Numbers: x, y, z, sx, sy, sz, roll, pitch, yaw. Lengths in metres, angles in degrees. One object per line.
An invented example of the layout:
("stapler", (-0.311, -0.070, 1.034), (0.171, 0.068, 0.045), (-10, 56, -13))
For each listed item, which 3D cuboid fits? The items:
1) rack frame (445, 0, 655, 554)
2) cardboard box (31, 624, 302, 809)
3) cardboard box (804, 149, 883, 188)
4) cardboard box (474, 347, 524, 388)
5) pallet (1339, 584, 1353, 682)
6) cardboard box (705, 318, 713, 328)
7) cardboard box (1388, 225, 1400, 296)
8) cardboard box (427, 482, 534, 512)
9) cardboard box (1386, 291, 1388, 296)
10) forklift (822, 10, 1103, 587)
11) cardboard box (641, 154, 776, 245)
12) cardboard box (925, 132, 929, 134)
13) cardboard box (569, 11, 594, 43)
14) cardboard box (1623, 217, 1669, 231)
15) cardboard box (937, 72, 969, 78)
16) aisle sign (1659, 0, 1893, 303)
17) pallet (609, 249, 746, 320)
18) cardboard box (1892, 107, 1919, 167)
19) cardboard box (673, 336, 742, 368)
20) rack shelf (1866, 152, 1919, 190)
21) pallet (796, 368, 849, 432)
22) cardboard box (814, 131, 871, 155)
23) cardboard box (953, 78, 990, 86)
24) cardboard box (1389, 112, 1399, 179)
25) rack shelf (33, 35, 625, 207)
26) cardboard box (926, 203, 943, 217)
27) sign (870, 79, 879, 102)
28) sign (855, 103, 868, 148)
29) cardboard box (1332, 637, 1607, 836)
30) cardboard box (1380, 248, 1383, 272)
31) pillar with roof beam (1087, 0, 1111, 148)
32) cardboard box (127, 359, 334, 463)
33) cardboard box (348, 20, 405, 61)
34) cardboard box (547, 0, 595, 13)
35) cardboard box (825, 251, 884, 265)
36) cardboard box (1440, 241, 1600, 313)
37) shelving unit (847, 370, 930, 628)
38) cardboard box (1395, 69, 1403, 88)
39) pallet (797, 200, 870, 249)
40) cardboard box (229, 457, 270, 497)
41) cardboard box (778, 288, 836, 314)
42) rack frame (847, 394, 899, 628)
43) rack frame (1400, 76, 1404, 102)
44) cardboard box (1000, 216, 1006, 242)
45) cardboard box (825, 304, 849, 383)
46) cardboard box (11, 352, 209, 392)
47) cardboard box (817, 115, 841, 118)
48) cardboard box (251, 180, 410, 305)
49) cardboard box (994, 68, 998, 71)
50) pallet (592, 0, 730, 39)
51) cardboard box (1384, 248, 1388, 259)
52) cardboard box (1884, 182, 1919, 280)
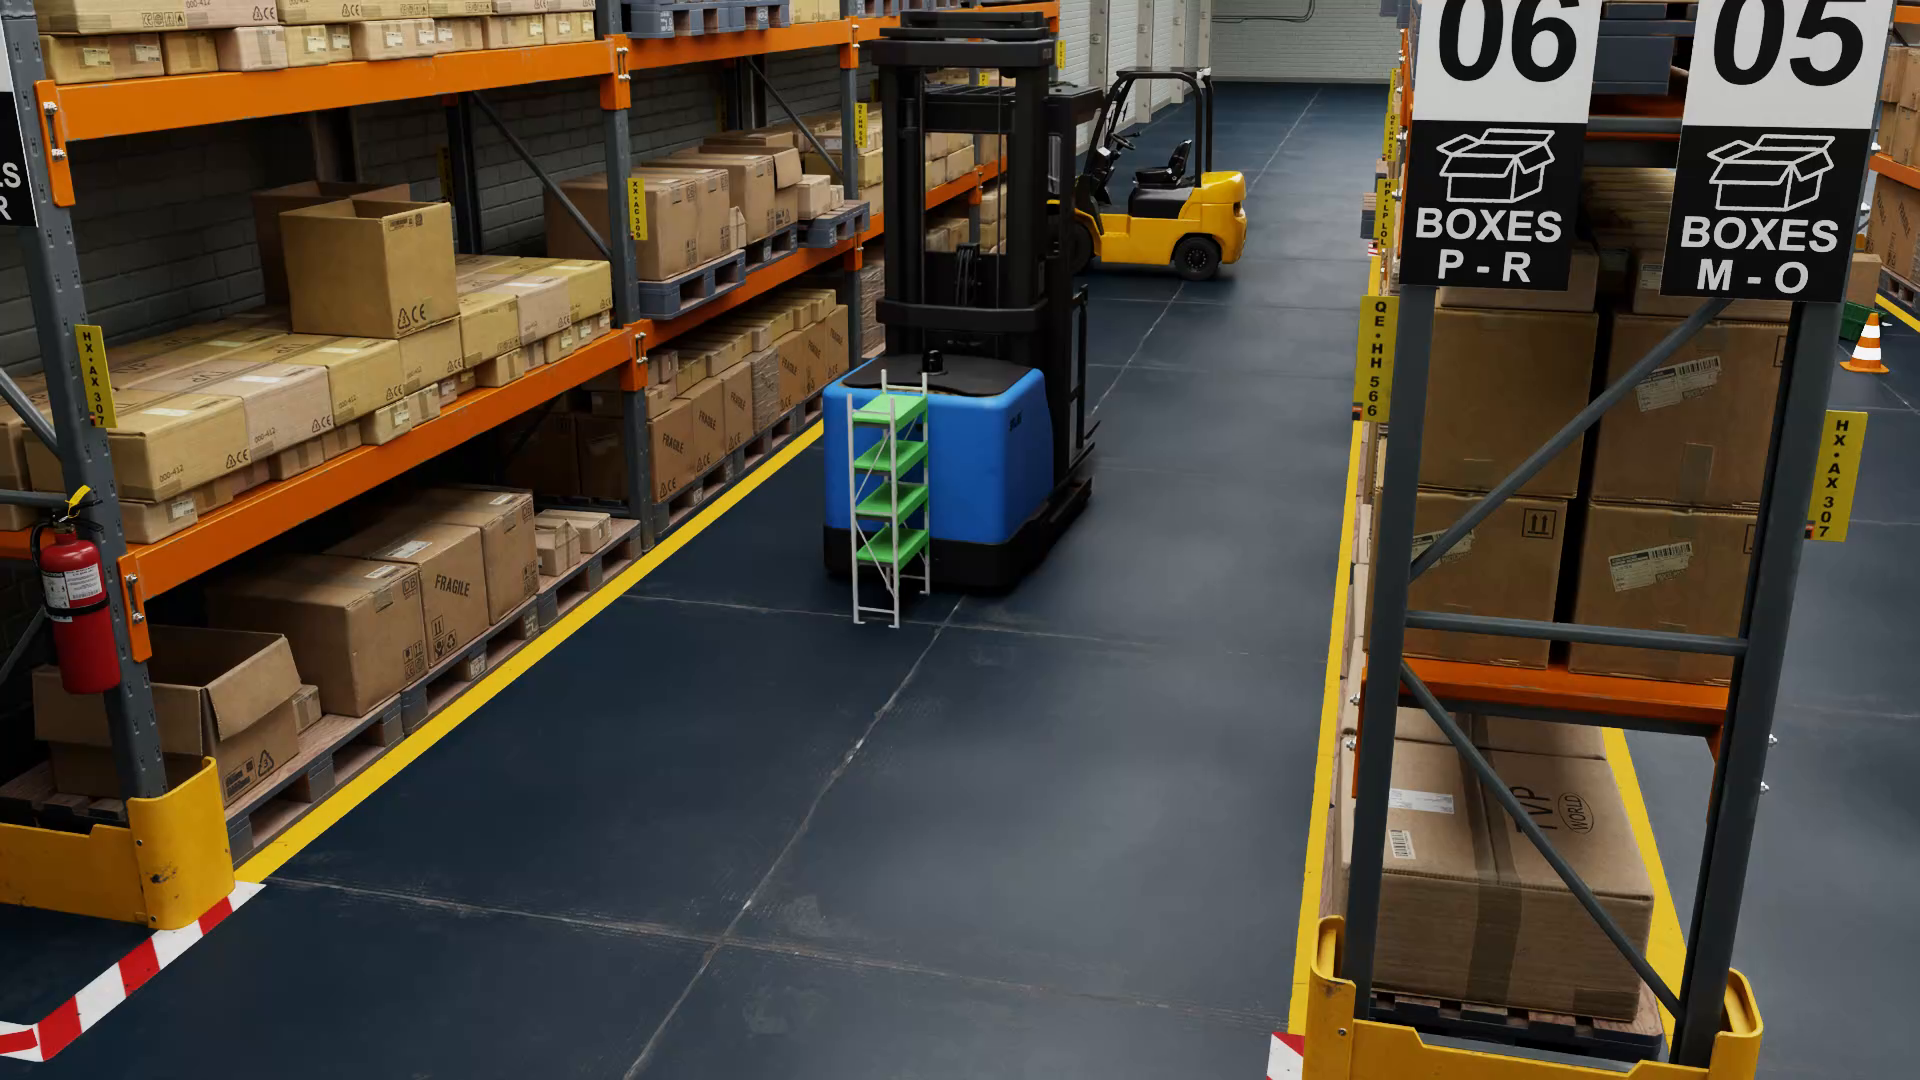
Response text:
("rack frame", (-2.253, -1.397, 9.136), (1.000, 3.000, 0.127), (5, 19, 13))
("cardboard box", (-2.989, 0.656, 6.340), (0.797, 0.503, 0.637), (4, 19, 11))
("cardboard box", (-0.906, -2.934, 13.094), (0.500, 0.250, 0.500), (5, 19, 13))
("cardboard box", (-2.294, -0.829, 7.862), (0.380, 0.149, 0.250), (4, 19, 13))
("pallet", (2.299, 0.546, 7.762), (1.003, 0.211, 1.213), (5, 19, 13))
("cardboard box", (-1.953, -1.505, 11.668), (0.380, 0.149, 0.250), (4, 19, 12))
("cardboard box", (1.694, -0.763, 5.580), (0.500, 0.500, 0.500), (5, 19, 13))
("cardboard box", (-2.644, -0.134, 8.951), (0.500, 0.311, 0.500), (5, 20, 15))
("cardboard box", (2.065, -0.769, 7.144), (0.500, 0.500, 0.500), (5, 19, 14))
("forklift", (0.187, -1.579, 9.776), (1.130, 2.935, 3.031), (6, 20, 16))
("cardboard box", (-1.600, -2.185, 10.639), (0.700, 0.500, 0.500), (5, 19, 13))
("cardboard box", (-0.440, -3.642, 14.550), (0.380, 0.149, 0.250), (4, 19, 12))
("cardboard box", (-2.055, -2.561, 8.293), (0.380, 0.149, 0.250), (5, 19, 13))
("cardboard box", (2.109, -0.829, 4.769), (0.380, 0.149, 0.250), (5, 20, 15))
("cardboard box", (-0.077, -4.999, 18.063), (0.380, 0.149, 0.250), (5, 20, 15))
("aisle sign", (1.847, -0.937, 3.767), (0.394, 0.787, 0.004), (5, 19, 13))
("pallet", (-1.952, -1.548, 9.875), (1.003, 0.211, 1.213), (5, 19, 13))
("cardboard box", (9.899, -4.019, 16.581), (0.875, 0.550, 0.550), (5, 19, 13))
("cardboard box", (-1.649, -1.225, 10.847), (0.380, 0.149, 0.250), (5, 20, 15))
("rack shelf", (9.829, -3.440, 16.232), (1.077, 0.370, 4.000), (5, 19, 13))
("pallet", (-1.495, -1.100, 12.580), (1.003, 0.211, 1.213), (5, 19, 13))
("cardboard box", (-0.912, -3.081, 12.909), (0.380, 0.149, 0.250), (5, 20, 15))
("cardboard box", (0.097, -4.645, 17.028), (0.380, 0.149, 0.250), (4, 19, 12))
("cardboard box", (3.380, -2.811, 12.011), (0.500, 0.500, 0.500), (4, 19, 12))
("rack shelf", (-2.742, -1.849, 6.932), (1.077, 0.370, 4.000), (5, 19, 13))
("cardboard box", (-0.366, -3.444, 17.188), (0.500, 0.250, 0.500), (5, 20, 14))
("sign", (-0.837, -4.394, 16.451), (0.100, 0.325, 0.005), (5, 19, 13))
("sign", (-0.747, -3.121, 12.515), (0.100, 0.325, 0.005), (5, 19, 13))
("cardboard box", (1.863, 0.760, 6.138), (0.875, 0.438, 0.875), (5, 20, 15))
("cardboard box", (4.520, -2.785, 16.805), (0.500, 0.250, 0.500), (4, 19, 12))
("pillar with roof beam", (6.741, -11.271, 28.763), (9.100, 9.000, 0.400), (5, 19, 13))
("cardboard box", (-2.735, -0.492, 6.258), (0.500, 0.250, 0.500), (5, 19, 14))
("cardboard box", (-2.458, -1.998, 6.644), (0.380, 0.149, 0.250), (5, 19, 13))
("cardboard box", (-2.128, -2.715, 8.126), (0.500, 0.250, 0.500), (5, 19, 14))
("cardboard box", (-0.958, -2.125, 14.293), (0.875, 0.625, 0.625), (5, 20, 15))
("cardboard box", (1.477, -0.708, 4.414), (0.380, 0.149, 0.250), (5, 19, 14))
("shelving unit", (-0.353, -0.212, 8.434), (0.258, 1.200, 0.503), (6, 21, 16))
("cardboard box", (4.058, -4.087, 14.746), (0.380, 0.149, 0.250), (5, 19, 13))
("pallet", (-1.374, -2.341, 12.199), (1.213, 0.211, 1.003), (5, 19, 13))
("cardboard box", (-2.836, -0.274, 6.237), (0.380, 0.149, 0.250), (4, 19, 13))
("cardboard box", (-1.151, -1.798, 12.526), (0.380, 0.149, 0.250), (4, 19, 11))
("rack frame", (-0.426, -0.132, 8.216), (0.240, 1.200, 0.015), (6, 21, 16))
("rack frame", (3.538, -2.259, 11.662), (1.000, 3.000, 0.127), (5, 19, 13))
("cardboard box", (0.240, -3.323, 17.608), (0.500, 0.250, 0.500), (5, 19, 13))
("cardboard box", (-1.171, -1.517, 12.705), (0.500, 0.500, 0.500), (5, 20, 15))
("cardboard box", (-3.248, -0.539, 6.398), (0.500, 0.250, 0.500), (5, 19, 14))
("cardboard box", (-1.036, -3.605, 14.444), (0.380, 0.149, 0.250), (5, 20, 15))
("cardboard box", (-2.875, -1.375, 7.685), (0.500, 0.500, 0.500), (4, 19, 12))
("cardboard box", (0.595, -5.288, 18.910), (0.380, 0.149, 0.250), (5, 19, 14))
("pallet", (-2.026, -2.926, 9.263), (1.213, 0.211, 1.003), (5, 19, 13))
("cardboard box", (2.777, -1.811, 9.807), (0.500, 0.250, 0.500), (5, 19, 14))
("cardboard box", (10.003, -3.107, 16.781), (0.875, 0.875, 0.875), (4, 19, 13))
